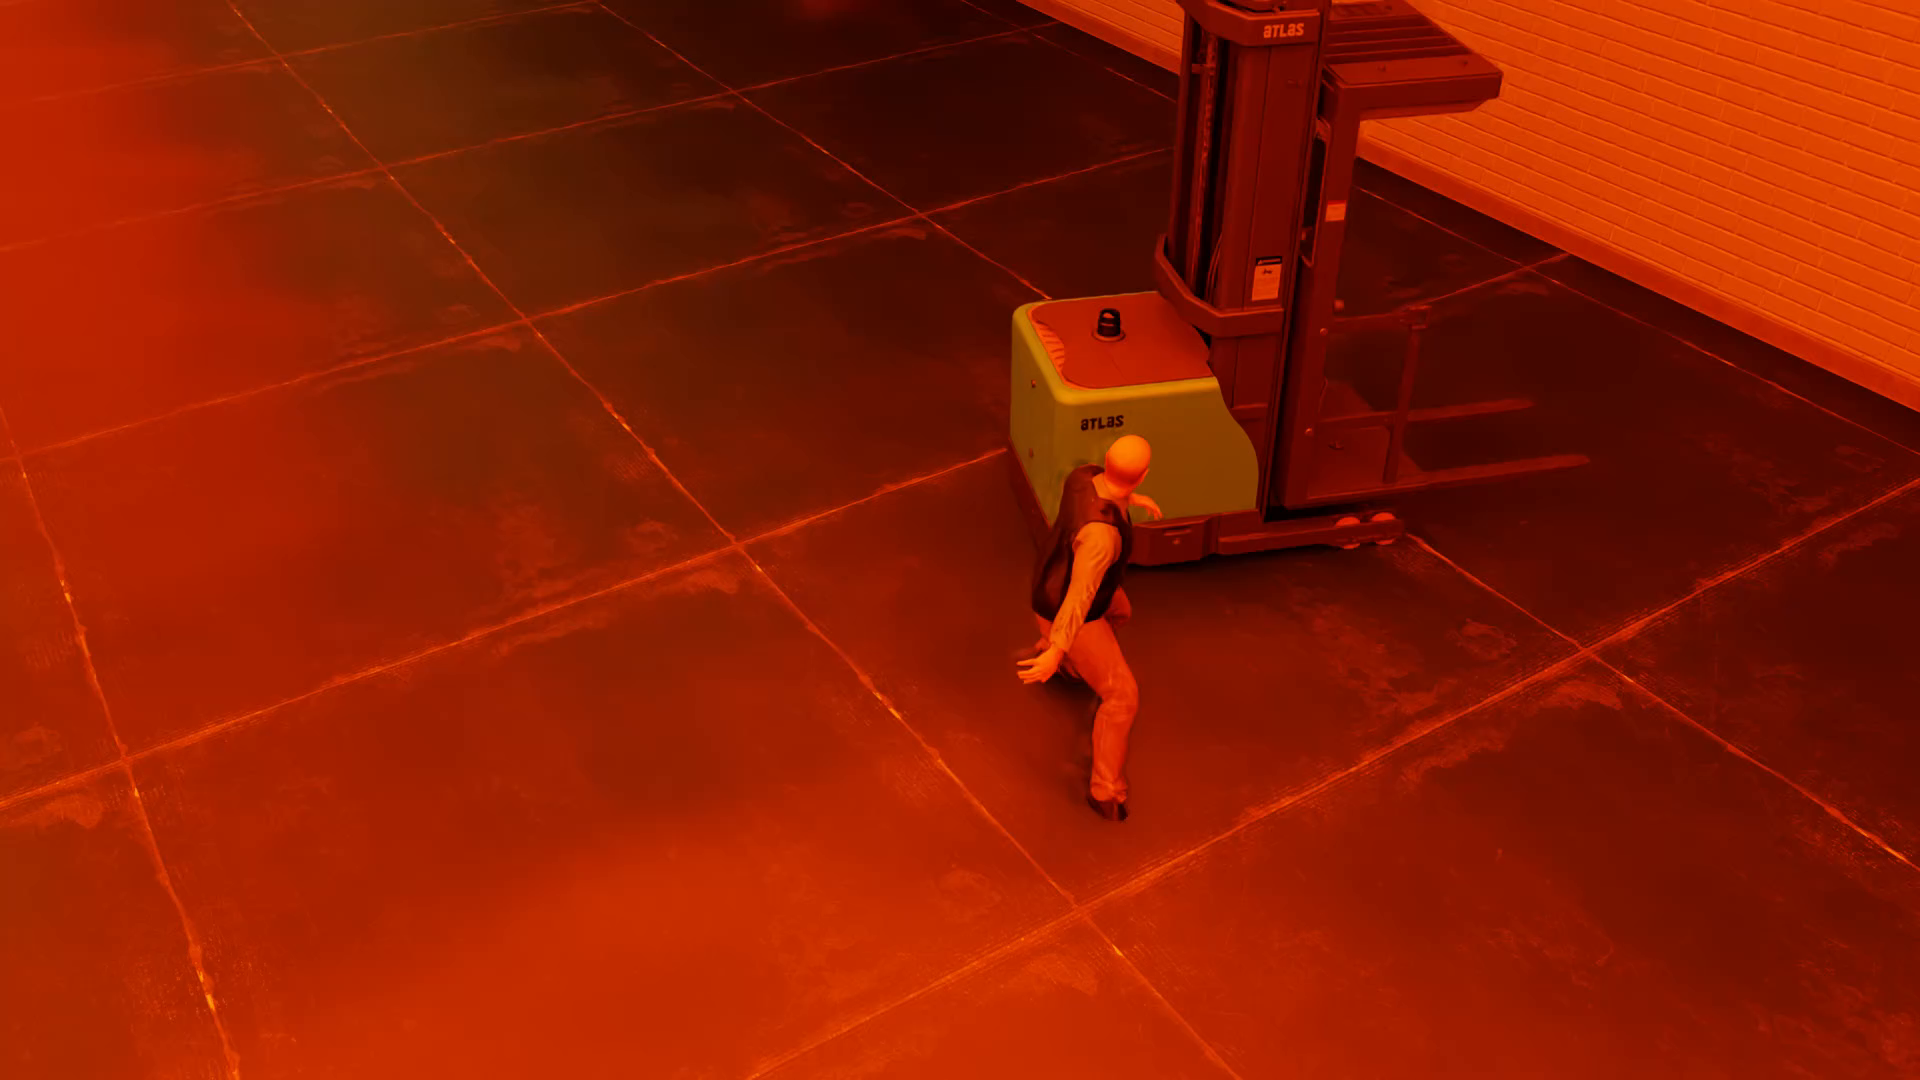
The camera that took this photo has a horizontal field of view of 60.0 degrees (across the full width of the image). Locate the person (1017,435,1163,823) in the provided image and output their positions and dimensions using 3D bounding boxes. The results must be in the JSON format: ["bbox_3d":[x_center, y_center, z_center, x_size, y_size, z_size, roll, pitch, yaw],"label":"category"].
[{"bbox_3d":[0.558,0.313,6.996,0.558,1.679,1.068,3,35,5],"label":"person"}]

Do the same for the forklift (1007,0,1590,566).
[{"bbox_3d":[1.827,-1.443,8.202,3.031,2.935,1.130,-7,36,-10],"label":"forklift"}]
